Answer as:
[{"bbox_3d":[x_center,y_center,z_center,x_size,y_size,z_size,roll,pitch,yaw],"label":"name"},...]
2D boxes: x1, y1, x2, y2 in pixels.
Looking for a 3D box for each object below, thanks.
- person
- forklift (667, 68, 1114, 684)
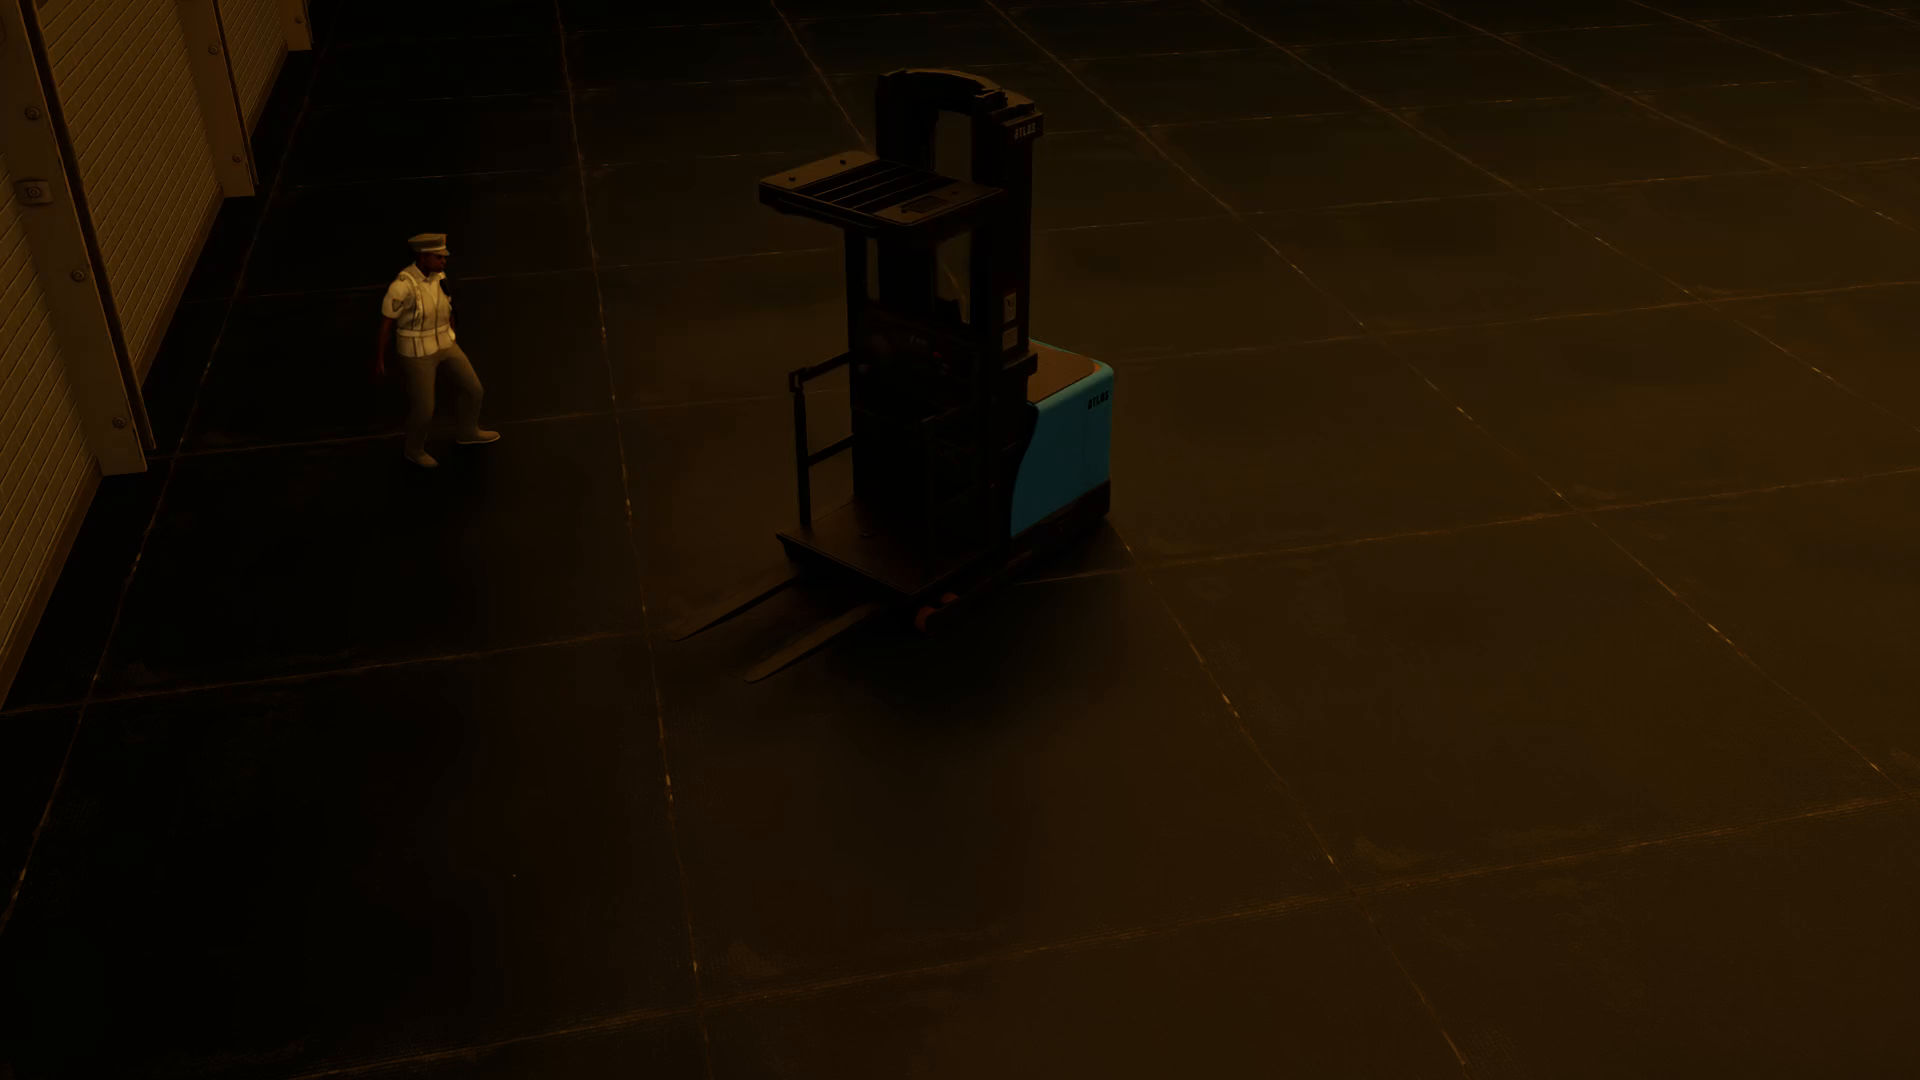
[{"bbox_3d":[-3.545,-1.257,11.105,0.421,1.637,0.812,20,36,30],"label":"person"},{"bbox_3d":[-0.378,-1.006,9.313,1.130,2.935,3.031,23,37,34],"label":"forklift"}]
